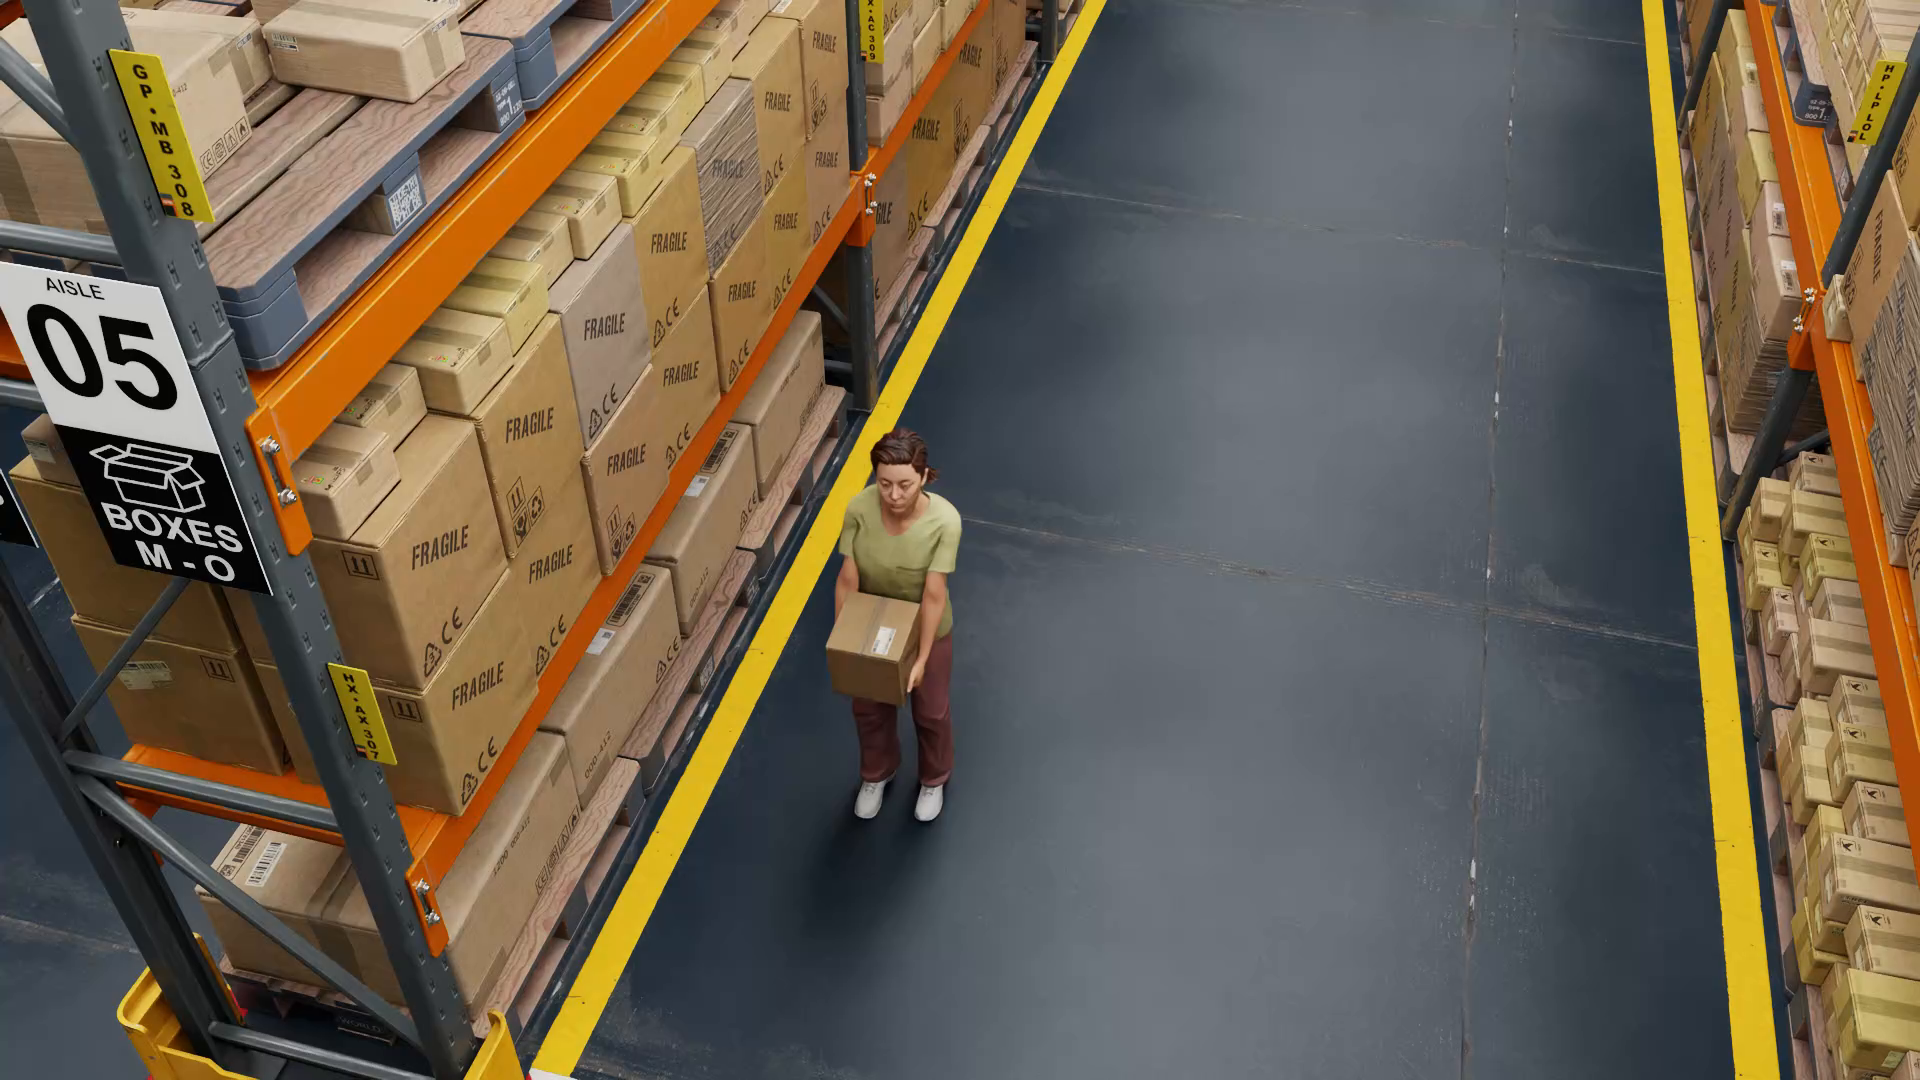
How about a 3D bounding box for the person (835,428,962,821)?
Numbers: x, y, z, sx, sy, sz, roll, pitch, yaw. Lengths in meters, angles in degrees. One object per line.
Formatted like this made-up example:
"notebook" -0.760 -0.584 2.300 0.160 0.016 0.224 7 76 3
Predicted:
"person" -0.224 0.382 5.770 0.406 1.618 0.500 11 42 12
